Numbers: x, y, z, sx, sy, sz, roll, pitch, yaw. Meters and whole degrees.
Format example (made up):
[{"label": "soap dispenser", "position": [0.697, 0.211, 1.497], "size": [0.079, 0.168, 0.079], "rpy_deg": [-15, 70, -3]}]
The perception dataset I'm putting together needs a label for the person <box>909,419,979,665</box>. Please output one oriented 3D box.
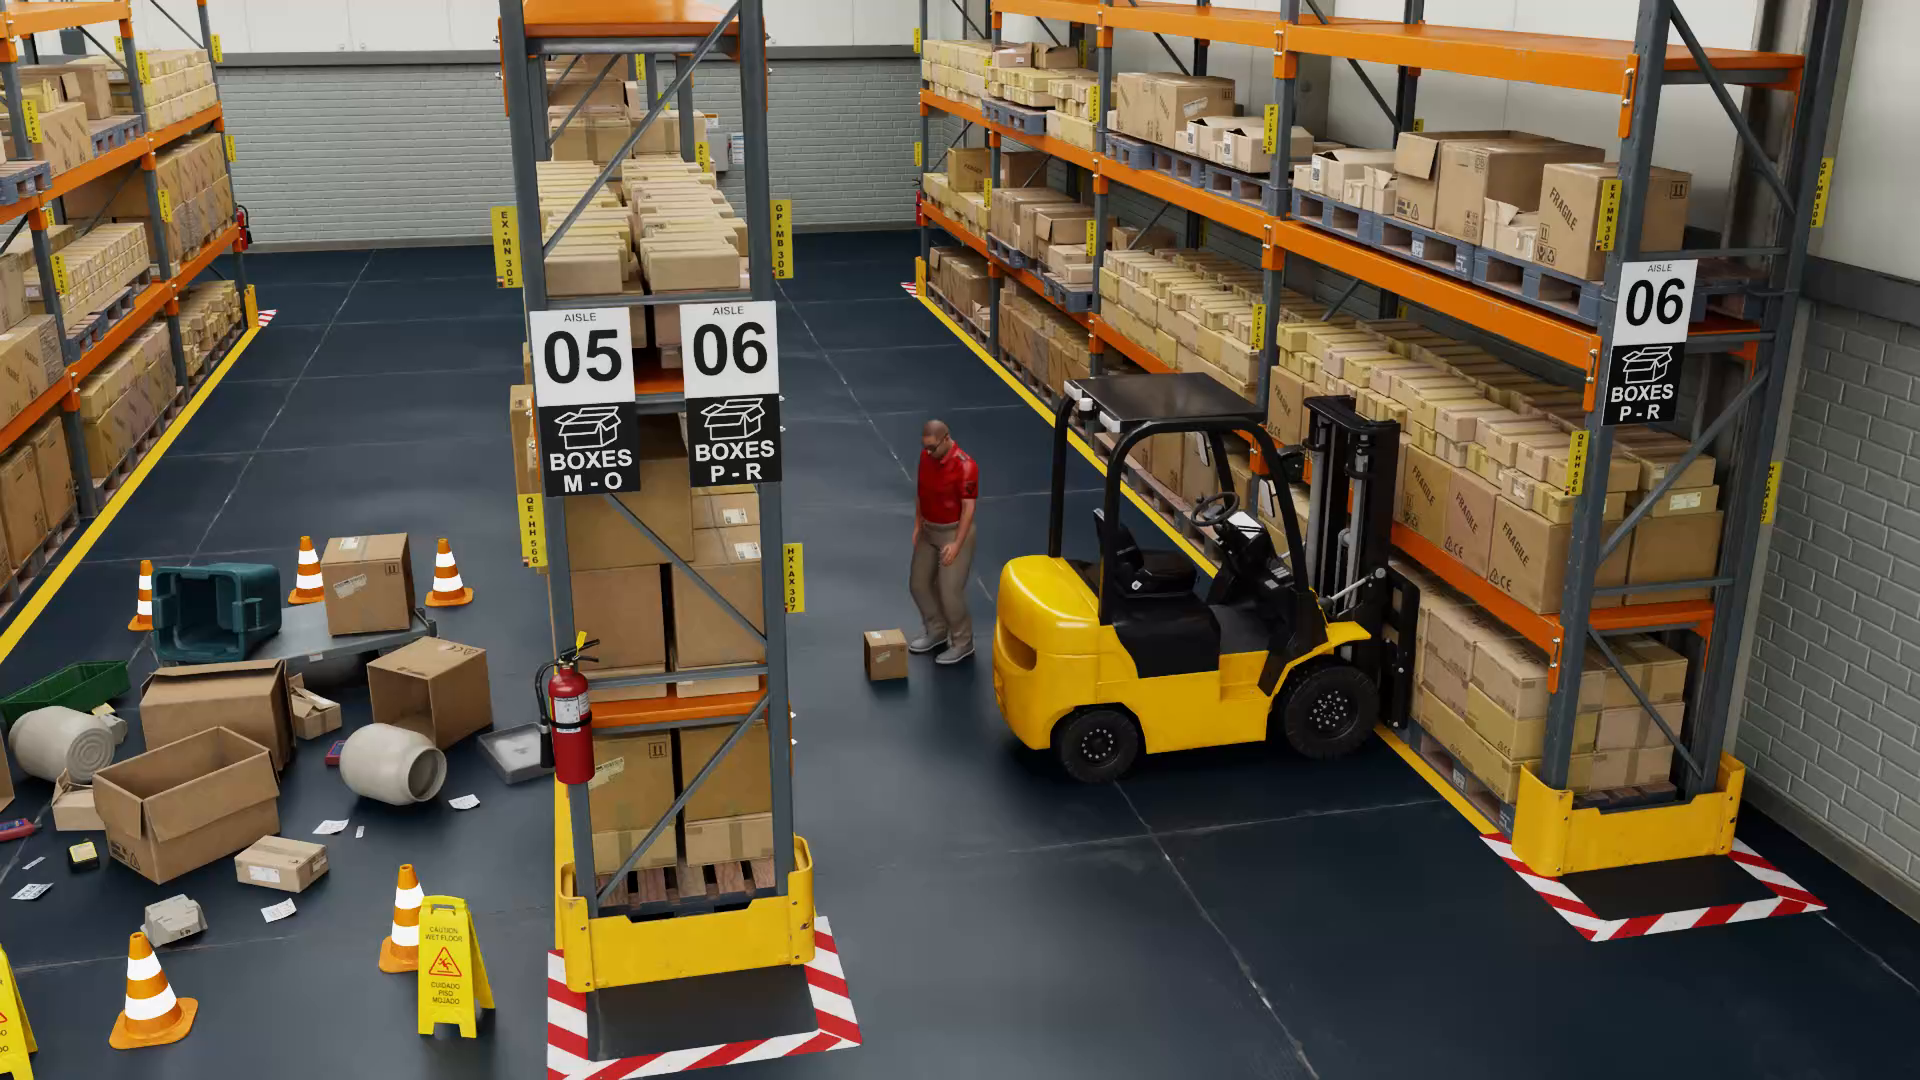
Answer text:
[{"label": "person", "position": [-0.095, -0.009, 11.201], "size": [0.410, 1.687, 0.553], "rpy_deg": [-16, 25, -37]}]
